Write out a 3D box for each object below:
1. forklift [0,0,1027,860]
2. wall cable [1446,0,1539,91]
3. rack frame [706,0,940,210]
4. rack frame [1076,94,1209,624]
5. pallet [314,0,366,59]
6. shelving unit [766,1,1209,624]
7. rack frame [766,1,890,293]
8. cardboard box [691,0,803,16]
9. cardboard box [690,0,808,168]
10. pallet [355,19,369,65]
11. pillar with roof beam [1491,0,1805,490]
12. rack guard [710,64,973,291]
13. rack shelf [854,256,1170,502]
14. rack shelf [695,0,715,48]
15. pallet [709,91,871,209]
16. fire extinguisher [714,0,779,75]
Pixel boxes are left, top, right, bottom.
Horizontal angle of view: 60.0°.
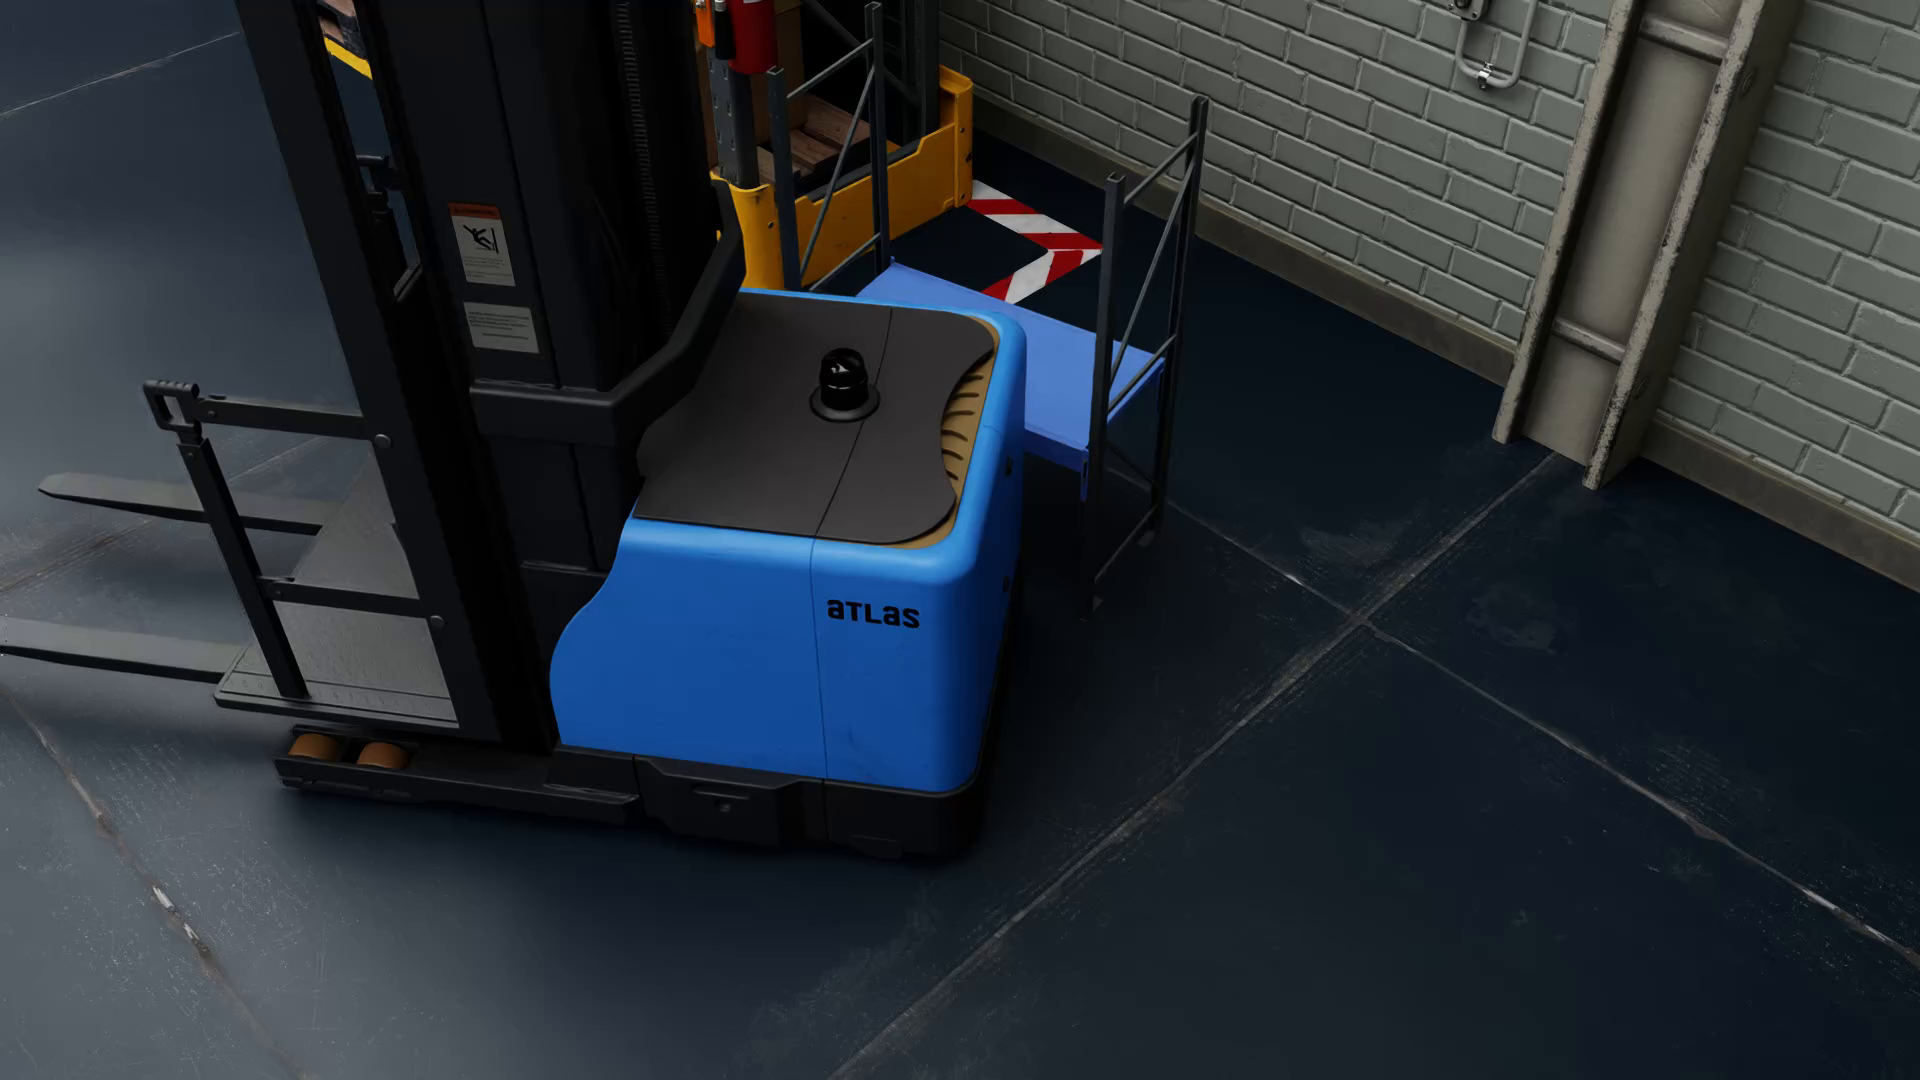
[{"bbox_3d":[-1.377,-0.720,3.869,3.031,2.935,1.130,6,43,7],"label":"forklift"},{"bbox_3d":[1.099,-2.523,5.021,0.084,1.984,1.851,-34,53,-31],"label":"wall cable"},{"bbox_3d":[-0.475,-2.312,5.541,1.000,3.000,0.127,-34,53,-31],"label":"rack frame"},{"bbox_3d":[0.495,-0.450,4.632,0.032,1.500,0.500,23,48,23],"label":"rack frame"},{"bbox_3d":[-2.818,-2.807,8.132,1.003,0.211,1.213,-34,53,-31],"label":"pallet"},{"bbox_3d":[0.065,-0.634,4.831,1.048,1.500,0.538,23,48,23],"label":"shelving unit"},{"bbox_3d":[-0.365,-0.817,5.029,0.032,1.500,0.500,23,48,23],"label":"rack frame"},{"bbox_3d":[-0.810,-2.110,6.378,0.380,0.149,0.250,-34,52,-31],"label":"cardboard box"},{"bbox_3d":[-1.040,-1.836,6.559,0.700,0.500,0.500,-34,53,-31],"label":"cardboard box"},{"bbox_3d":[-1.953,-2.220,7.497,1.003,0.211,1.213,-34,53,-31],"label":"pallet"},{"bbox_3d":[-1.004,-1.569,0.317,9.100,9.000,0.400,-34,53,-31],"label":"pillar with roof beam"},{"bbox_3d":[-0.458,-1.382,6.377,1.175,0.500,0.348,-34,53,-31],"label":"rack guard"},{"bbox_3d":[0.065,-0.501,4.953,1.000,0.185,0.538,23,48,23],"label":"rack shelf"},{"bbox_3d":[-1.888,-3.008,6.825,1.077,0.370,4.000,-34,53,-31],"label":"rack shelf"},{"bbox_3d":[-1.095,-1.634,6.863,1.003,0.211,1.213,-34,53,-31],"label":"pallet"},{"bbox_3d":[-0.695,-1.853,5.376,0.296,0.674,0.183,-34,53,-31],"label":"fire extinguisher"}]
